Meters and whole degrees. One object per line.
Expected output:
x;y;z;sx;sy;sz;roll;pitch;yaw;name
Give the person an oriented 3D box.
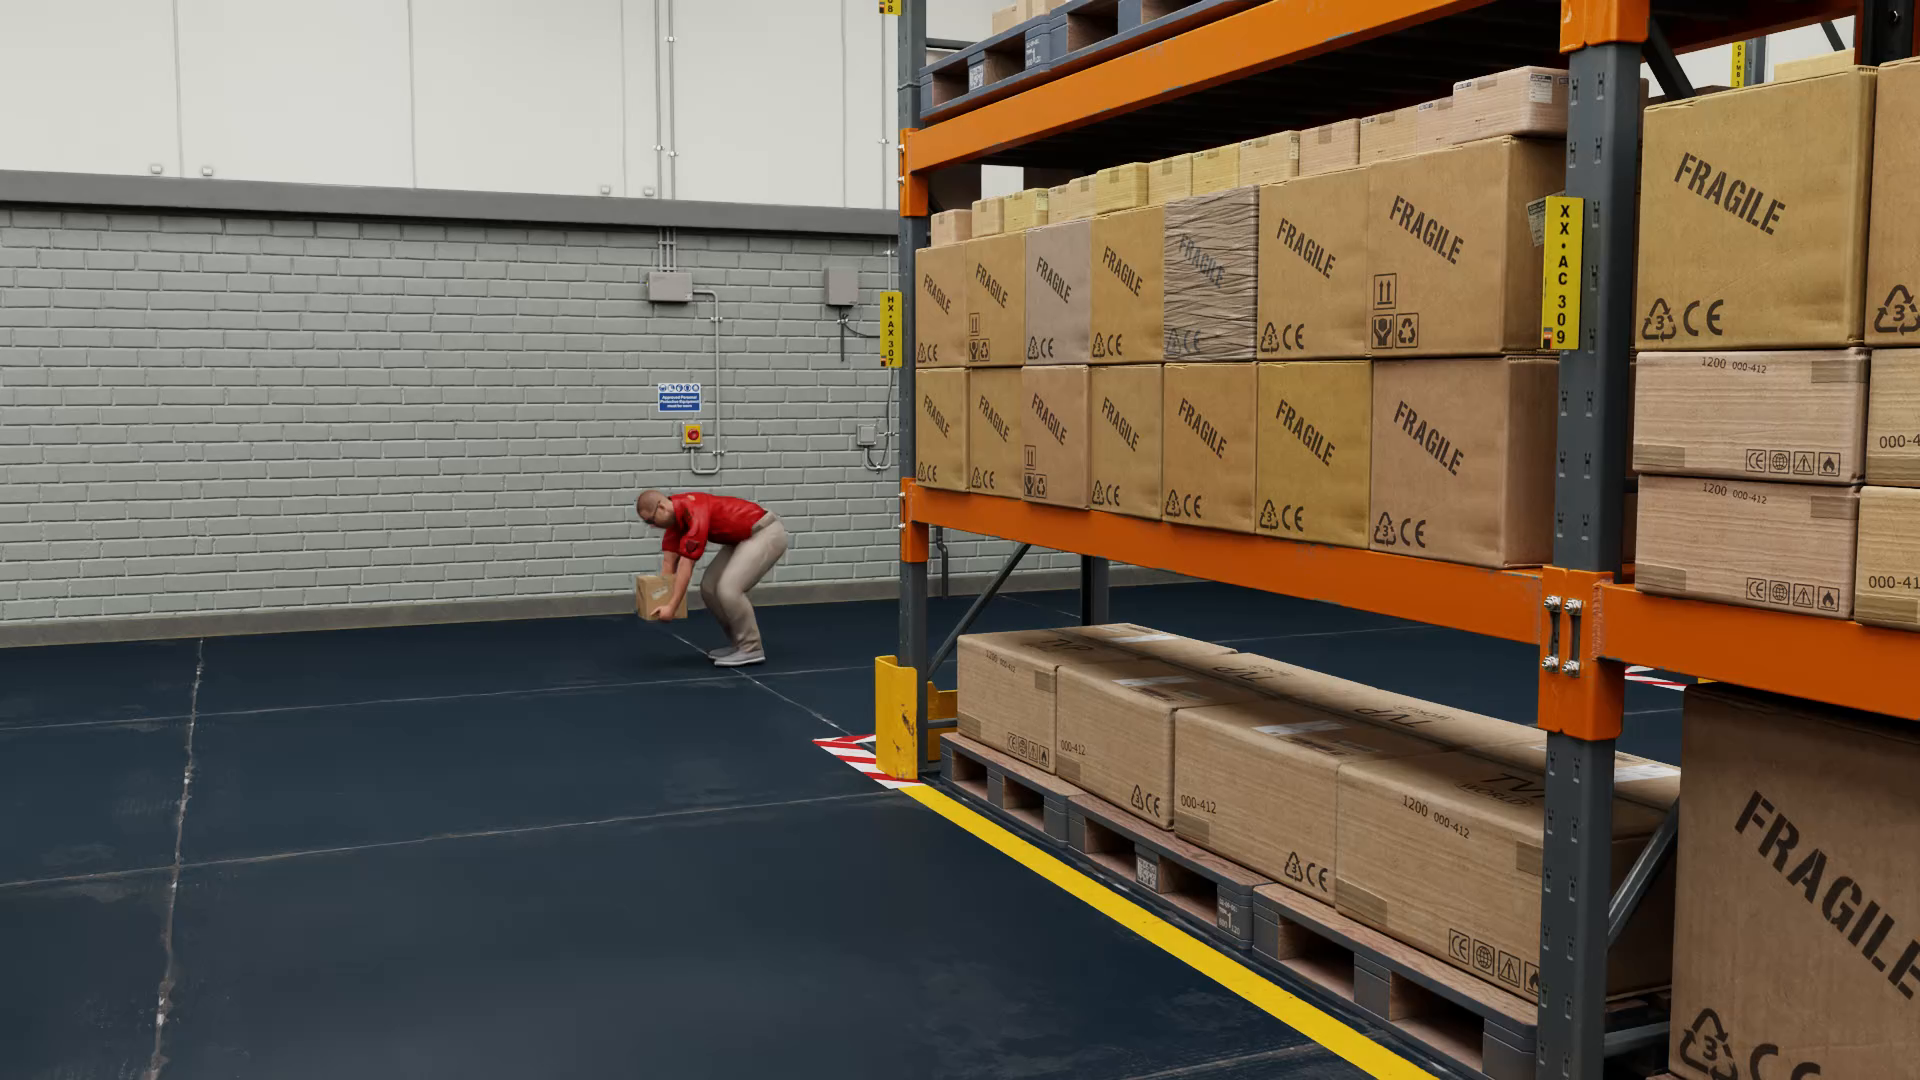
-1.541;0.226;10.313;0.941;1.102;0.511;-3;6;-26;person
